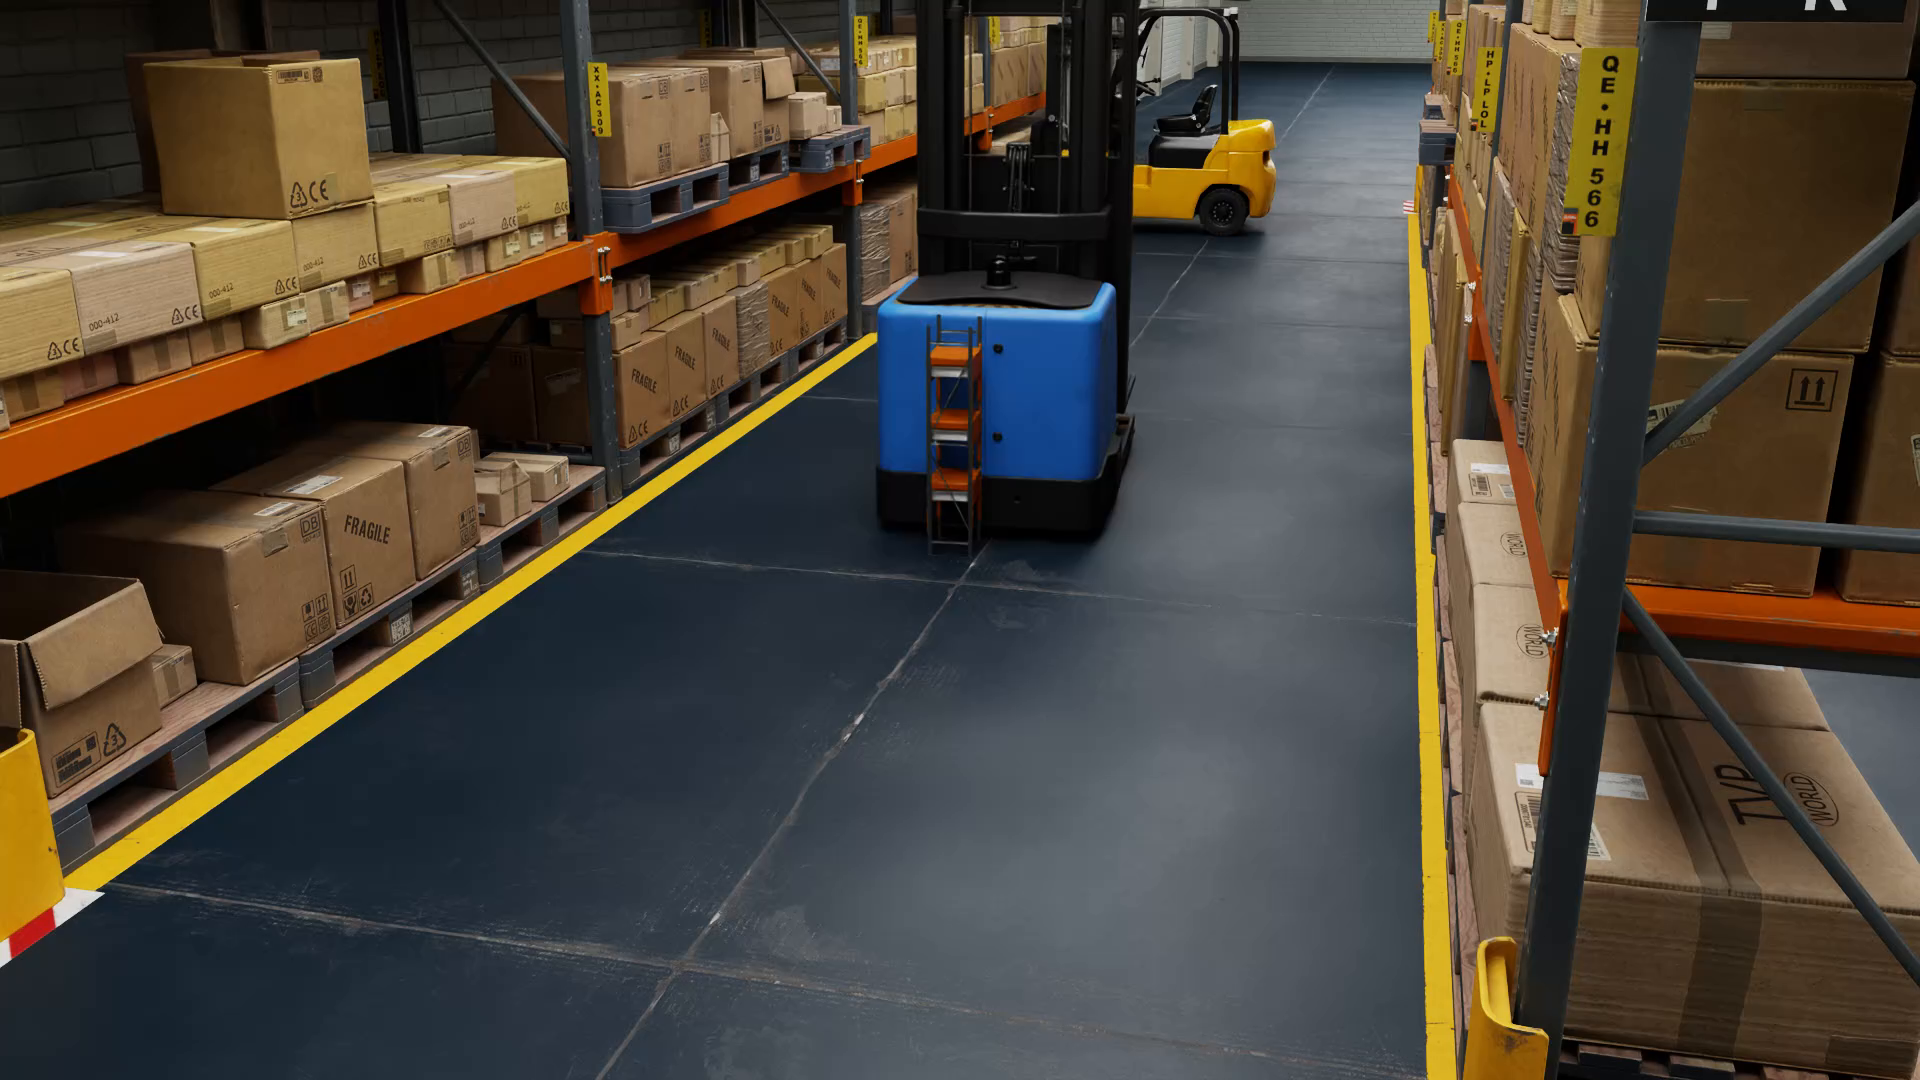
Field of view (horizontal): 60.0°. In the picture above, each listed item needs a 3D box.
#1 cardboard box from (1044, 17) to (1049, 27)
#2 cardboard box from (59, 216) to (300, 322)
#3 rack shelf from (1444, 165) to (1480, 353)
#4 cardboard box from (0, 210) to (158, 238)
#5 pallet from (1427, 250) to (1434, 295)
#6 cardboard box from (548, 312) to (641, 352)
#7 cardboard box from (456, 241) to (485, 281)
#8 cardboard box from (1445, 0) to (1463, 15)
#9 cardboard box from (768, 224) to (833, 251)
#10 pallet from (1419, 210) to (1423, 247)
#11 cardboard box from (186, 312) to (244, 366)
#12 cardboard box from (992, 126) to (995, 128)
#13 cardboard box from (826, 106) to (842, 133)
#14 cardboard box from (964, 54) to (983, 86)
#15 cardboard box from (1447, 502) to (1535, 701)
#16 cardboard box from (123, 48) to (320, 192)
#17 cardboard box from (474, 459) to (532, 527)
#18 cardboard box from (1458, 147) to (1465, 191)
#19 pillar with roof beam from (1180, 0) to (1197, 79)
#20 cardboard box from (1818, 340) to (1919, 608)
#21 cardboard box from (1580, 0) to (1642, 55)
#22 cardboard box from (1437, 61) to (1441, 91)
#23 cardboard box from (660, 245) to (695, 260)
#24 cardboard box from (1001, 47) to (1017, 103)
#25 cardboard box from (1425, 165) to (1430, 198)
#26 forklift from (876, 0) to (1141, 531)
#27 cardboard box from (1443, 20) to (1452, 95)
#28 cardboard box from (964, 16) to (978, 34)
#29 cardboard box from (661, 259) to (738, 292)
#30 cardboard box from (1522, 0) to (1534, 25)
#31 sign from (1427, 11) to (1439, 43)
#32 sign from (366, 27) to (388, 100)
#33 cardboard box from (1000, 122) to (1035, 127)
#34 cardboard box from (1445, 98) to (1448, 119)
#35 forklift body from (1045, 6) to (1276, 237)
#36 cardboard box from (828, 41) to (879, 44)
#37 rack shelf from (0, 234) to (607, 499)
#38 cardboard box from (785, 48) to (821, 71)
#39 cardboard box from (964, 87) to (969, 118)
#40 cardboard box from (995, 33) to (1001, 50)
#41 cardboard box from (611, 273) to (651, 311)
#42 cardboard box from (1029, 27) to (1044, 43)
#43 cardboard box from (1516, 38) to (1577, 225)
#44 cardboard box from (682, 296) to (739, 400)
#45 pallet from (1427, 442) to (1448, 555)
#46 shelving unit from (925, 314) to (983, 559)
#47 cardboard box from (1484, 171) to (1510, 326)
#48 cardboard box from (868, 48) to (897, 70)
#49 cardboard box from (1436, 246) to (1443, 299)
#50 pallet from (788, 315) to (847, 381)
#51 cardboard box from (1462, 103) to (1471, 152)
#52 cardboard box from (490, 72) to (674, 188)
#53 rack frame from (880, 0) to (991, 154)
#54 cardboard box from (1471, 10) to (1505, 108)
[{"bbox_3d":[0.714,-5.441,17.359,0.380,0.149,0.250,5,20,15],"label":"cardboard box"},{"bbox_3d":[-2.539,-0.895,5.438,0.500,0.250,0.500,4,19,12],"label":"cardboard box"},{"bbox_3d":[3.125,-1.536,8.657,1.077,0.370,4.000,5,19,13],"label":"rack shelf"},{"bbox_3d":[-3.047,-0.938,5.565,0.500,0.250,0.500,5,20,15],"label":"cardboard box"},{"bbox_3d":[4.402,-2.193,13.782,1.003,0.211,1.213,5,19,13],"label":"pallet"},{"bbox_3d":[-1.832,-1.055,8.348,0.380,0.149,0.250,6,20,16],"label":"cardboard box"},{"bbox_3d":[-2.184,-1.155,6.817,0.380,0.149,0.250,5,20,15],"label":"cardboard box"},{"bbox_3d":[4.133,-4.331,13.459,0.380,0.149,0.250,5,19,13],"label":"cardboard box"},{"bbox_3d":[-1.075,-2.042,11.240,0.380,0.149,0.250,4,19,11],"label":"cardboard box"},{"bbox_3d":[5.017,-3.034,16.244,1.003,0.211,1.213,5,19,13],"label":"pallet"},{"bbox_3d":[-2.580,-0.676,5.414,0.380,0.149,0.250,5,19,14],"label":"cardboard box"},{"bbox_3d":[0.070,-4.164,17.294,0.500,0.250,0.500,4,19,12],"label":"cardboard box"},{"bbox_3d":[-0.989,-2.738,10.801,0.380,0.149,0.250,5,19,14],"label":"cardboard box"},{"bbox_3d":[-0.095,-4.139,14.624,0.500,0.250,0.500,4,19,12],"label":"cardboard box"},{"bbox_3d":[2.161,0.233,5.678,0.875,0.438,0.875,4,19,12],"label":"cardboard box"},{"bbox_3d":[-2.799,-1.619,6.399,0.500,0.500,0.500,4,19,12],"label":"cardboard box"},{"bbox_3d":[-2.116,-0.236,7.317,0.396,0.266,0.258,5,20,15],"label":"cardboard box"},{"bbox_3d":[3.142,-2.136,9.534,0.500,0.250,0.500,4,19,12],"label":"cardboard box"},{"bbox_3d":[9.749,-15.276,38.489,9.100,9.000,0.400,5,19,13],"label":"pillar with roof beam"},{"bbox_3d":[2.055,-0.171,3.393,0.500,0.500,0.500,5,19,13],"label":"cardboard box"},{"bbox_3d":[1.573,-1.121,3.622,0.380,0.149,0.250,4,19,13],"label":"cardboard box"},{"bbox_3d":[4.700,-4.429,15.398,0.500,0.500,0.500,5,20,15],"label":"cardboard box"},{"bbox_3d":[-1.877,-1.749,10.382,0.380,0.149,0.250,4,19,12],"label":"cardboard box"},{"bbox_3d":[0.250,-4.478,16.003,0.500,0.500,0.500,5,19,14],"label":"cardboard box"},{"bbox_3d":[4.722,-3.536,15.842,0.500,0.500,0.500,6,20,16],"label":"cardboard box"},{"bbox_3d":[0.369,-1.864,8.610,1.130,2.935,3.031,3,19,9],"label":"forklift"},{"bbox_3d":[3.693,-3.376,11.665,0.500,0.500,0.500,3,19,10],"label":"cardboard box"},{"bbox_3d":[0.143,-4.719,15.245,0.380,0.149,0.250,5,20,14],"label":"cardboard box"},{"bbox_3d":[-1.536,-1.556,9.816,0.380,0.149,0.250,5,19,14],"label":"cardboard box"},{"bbox_3d":[2.308,-1.999,6.193,0.380,0.149,0.250,4,19,13],"label":"cardboard box"},{"bbox_3d":[5.042,-5.463,17.702,0.100,0.325,0.005,5,19,13],"label":"sign"},{"bbox_3d":[-2.717,-2.231,7.787,0.100,0.325,0.005,5,19,13],"label":"sign"},{"bbox_3d":[0.712,-4.284,17.646,0.500,0.250,0.500,5,19,14],"label":"cardboard box"},{"bbox_3d":[3.549,-2.955,11.437,0.380,0.149,0.250,4,19,11],"label":"cardboard box"},{"bbox_3d":[2.060,-4.261,16.836,2.313,2.155,1.214,5,19,13],"label":"forklift body"},{"bbox_3d":[-0.880,-4.013,13.639,0.380,0.149,0.250,5,19,13],"label":"cardboard box"},{"bbox_3d":[-2.666,-0.673,6.130,1.077,0.370,4.000,5,19,13],"label":"rack shelf"},{"bbox_3d":[-1.239,-3.534,12.234,0.380,0.149,0.250,5,19,13],"label":"cardboard box"},{"bbox_3d":[-0.210,-3.740,14.229,0.500,0.250,0.500,5,19,13],"label":"cardboard box"},{"bbox_3d":[0.172,-4.663,15.539,0.380,0.149,0.250,5,20,15],"label":"cardboard box"},{"bbox_3d":[-1.815,-1.281,8.550,0.380,0.149,0.250,4,19,11],"label":"cardboard box"},{"bbox_3d":[0.652,-5.221,17.174,0.380,0.149,0.250,5,19,14],"label":"cardboard box"},{"bbox_3d":[1.894,-1.165,4.755,0.500,0.500,0.500,5,19,13],"label":"cardboard box"},{"bbox_3d":[-1.594,-1.114,9.525,0.500,0.500,0.500,4,19,12],"label":"cardboard box"},{"bbox_3d":[2.752,-0.178,7.881,1.003,0.211,1.213,5,19,13],"label":"pallet"},{"bbox_3d":[-0.025,-0.456,7.399,0.215,1.050,0.252,3,19,9],"label":"shelving unit"},{"bbox_3d":[2.141,-1.013,5.858,0.500,0.500,0.500,5,19,14],"label":"cardboard box"},{"bbox_3d":[-0.683,-3.574,12.353,0.380,0.149,0.250,5,19,14],"label":"cardboard box"},{"bbox_3d":[3.934,-1.867,11.928,0.950,0.372,0.625,4,19,12],"label":"cardboard box"},{"bbox_3d":[-1.419,-1.343,11.294,1.003,0.211,1.213,5,19,13],"label":"pallet"},{"bbox_3d":[2.989,-2.212,8.983,0.500,0.250,0.500,5,19,13],"label":"cardboard box"},{"bbox_3d":[-1.842,-2.020,8.158,0.700,0.500,0.500,5,20,15],"label":"cardboard box"},{"bbox_3d":[-0.223,-4.148,15.191,1.000,3.000,0.127,5,19,13],"label":"rack frame"},{"bbox_3d":[2.876,-2.413,8.411,0.500,0.500,0.500,5,19,14],"label":"cardboard box"}]
